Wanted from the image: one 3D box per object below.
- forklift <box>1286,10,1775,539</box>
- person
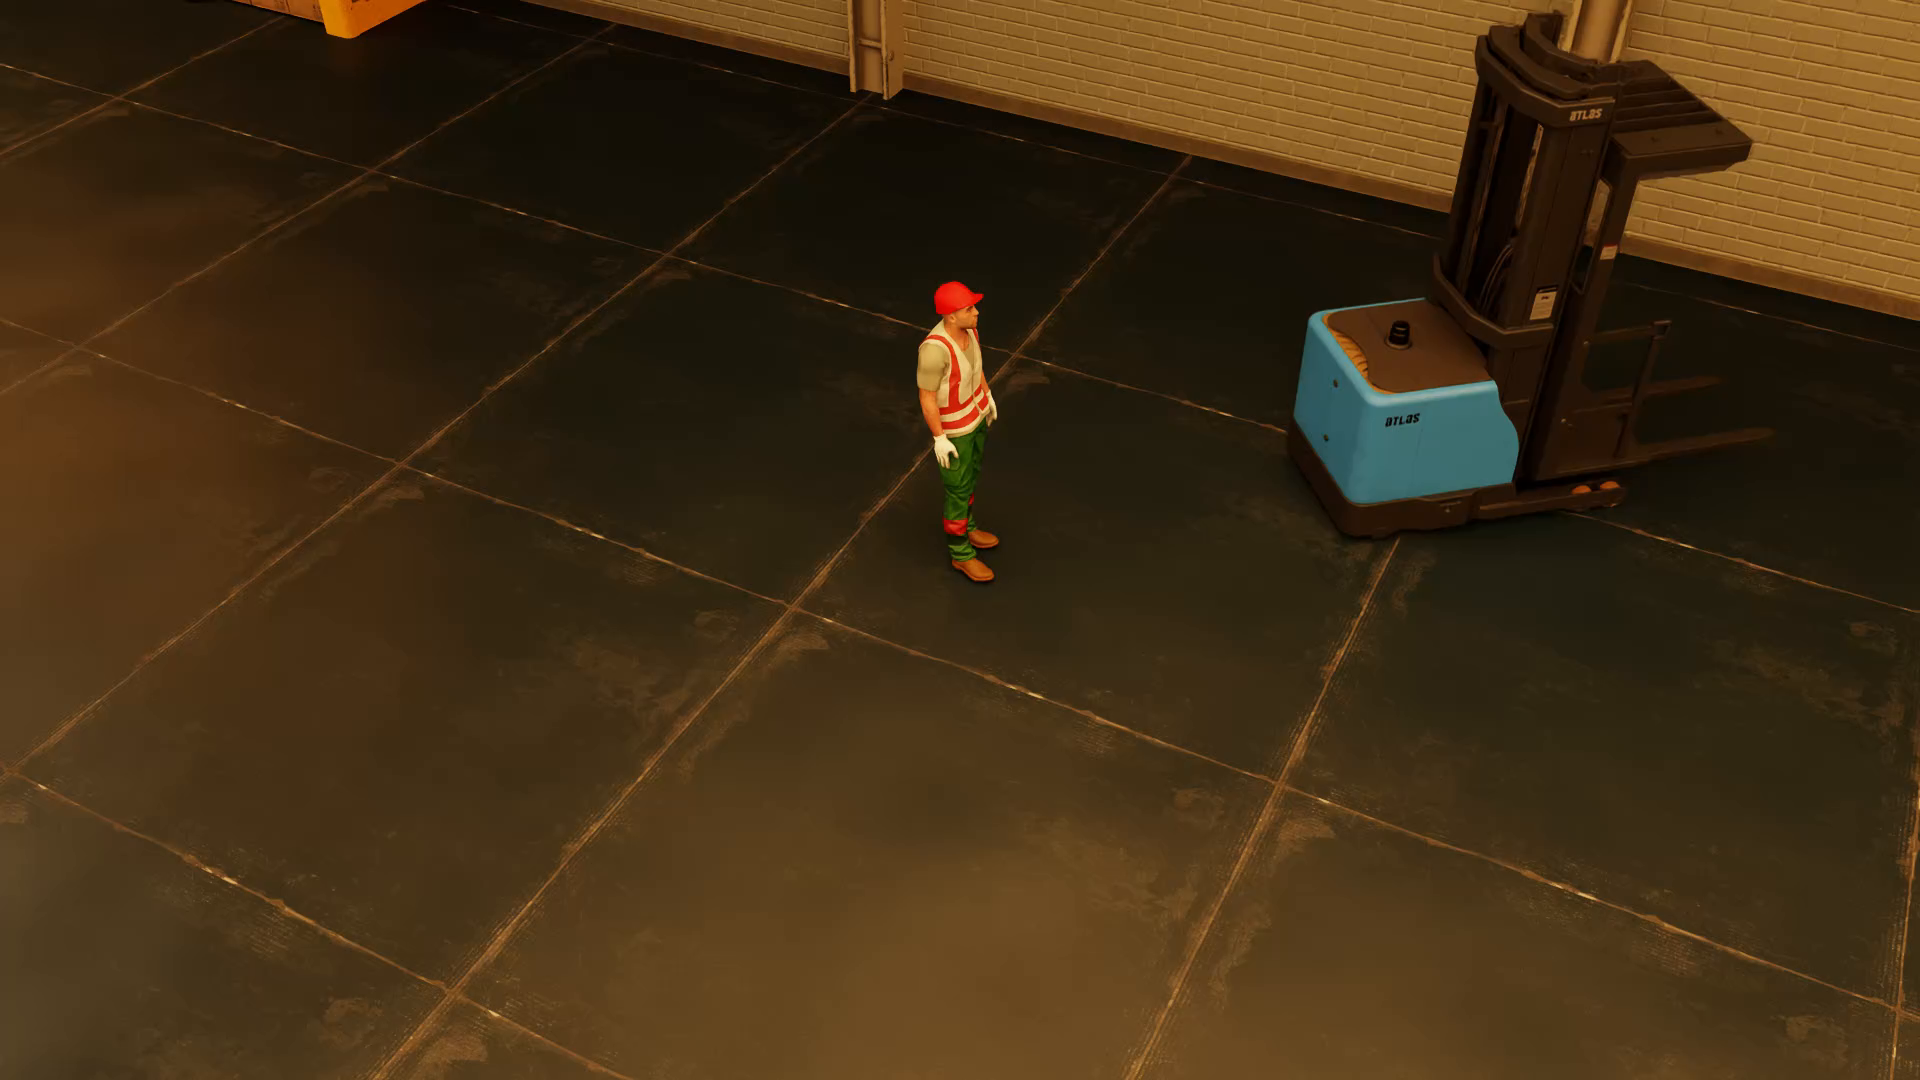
[{"bbox_3d":[3.709,-1.623,9.914,3.031,2.935,1.130,-8,41,-10],"label":"forklift"},{"bbox_3d":[0.066,-0.659,9.644,0.562,1.790,0.637,18,43,21],"label":"person"}]
